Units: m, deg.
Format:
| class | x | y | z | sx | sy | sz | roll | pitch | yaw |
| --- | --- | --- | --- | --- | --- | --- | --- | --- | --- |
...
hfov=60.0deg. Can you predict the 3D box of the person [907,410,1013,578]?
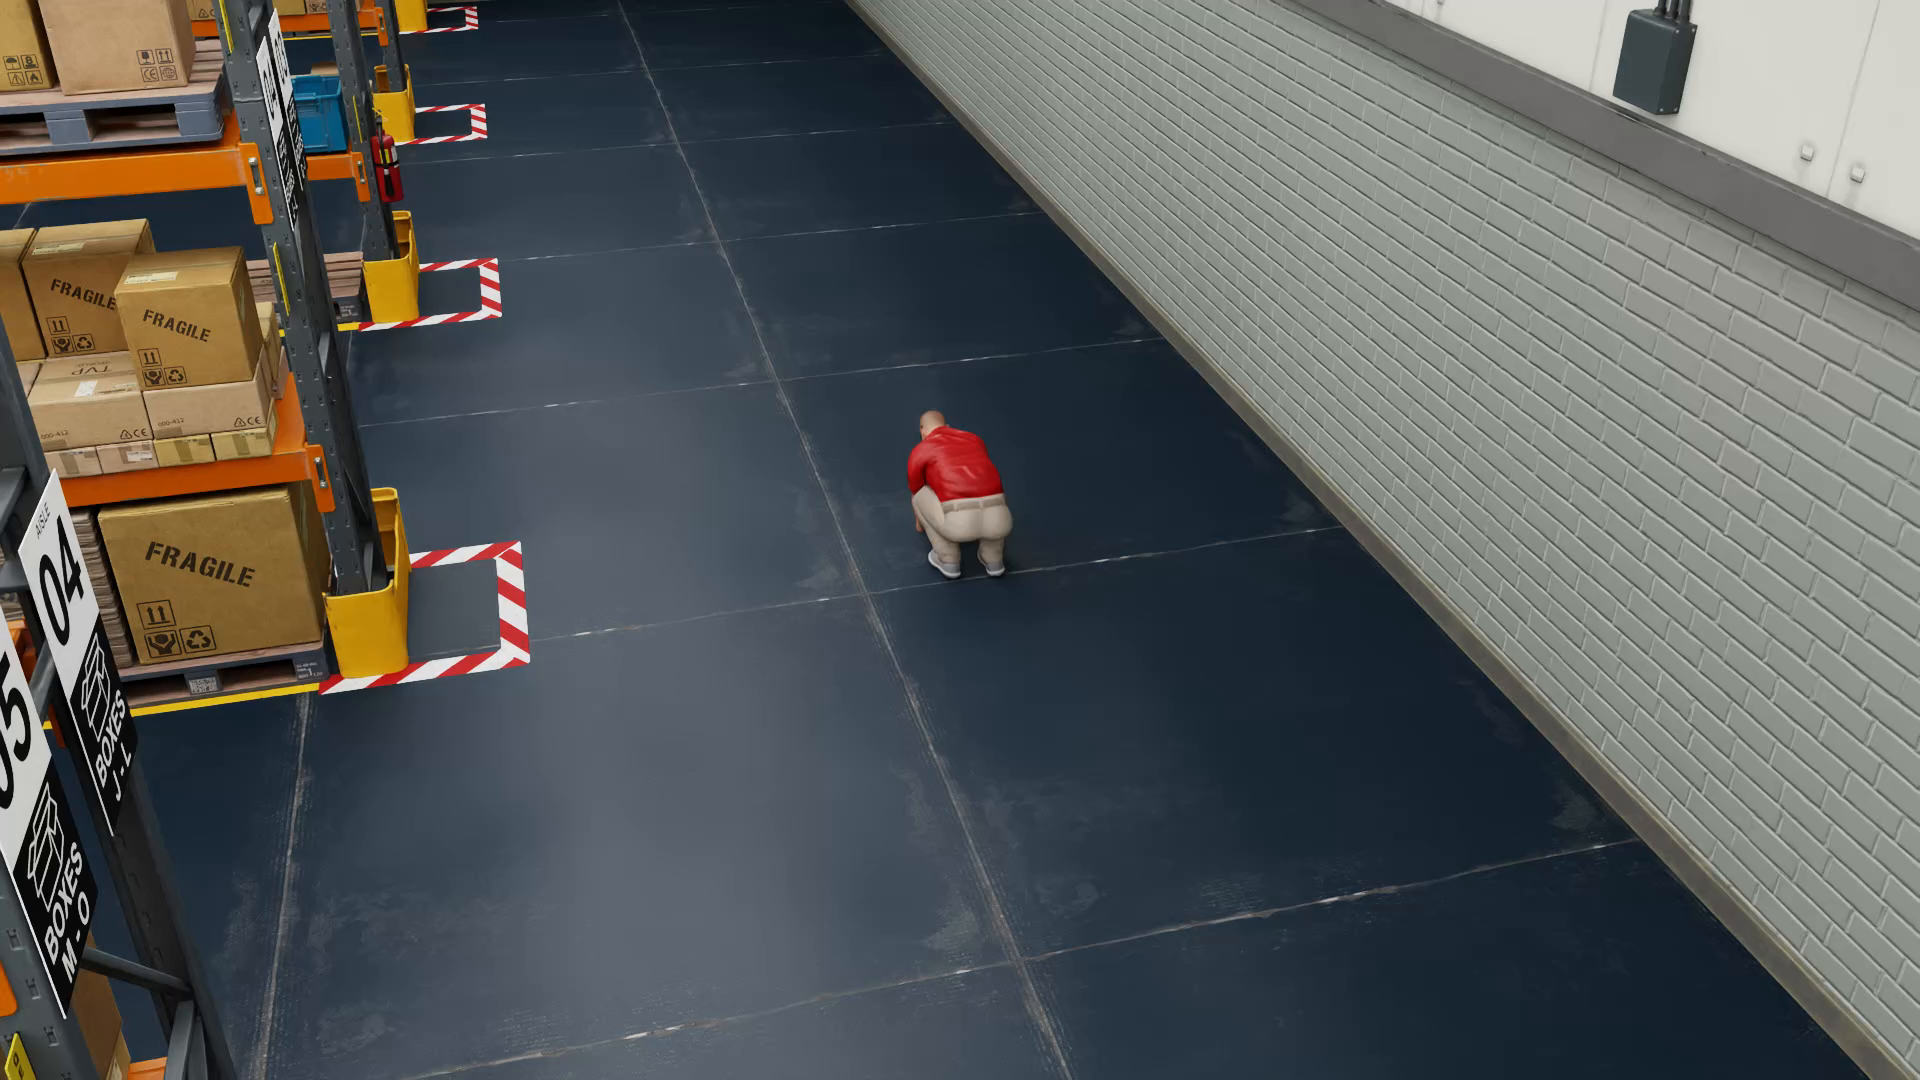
| class | x | y | z | sx | sy | sz | roll | pitch | yaw |
| --- | --- | --- | --- | --- | --- | --- | --- | --- | --- |
| person | -0.006 | -0.214 | 9.665 | 0.537 | 0.860 | 0.894 | -8 | 31 | -14 |
